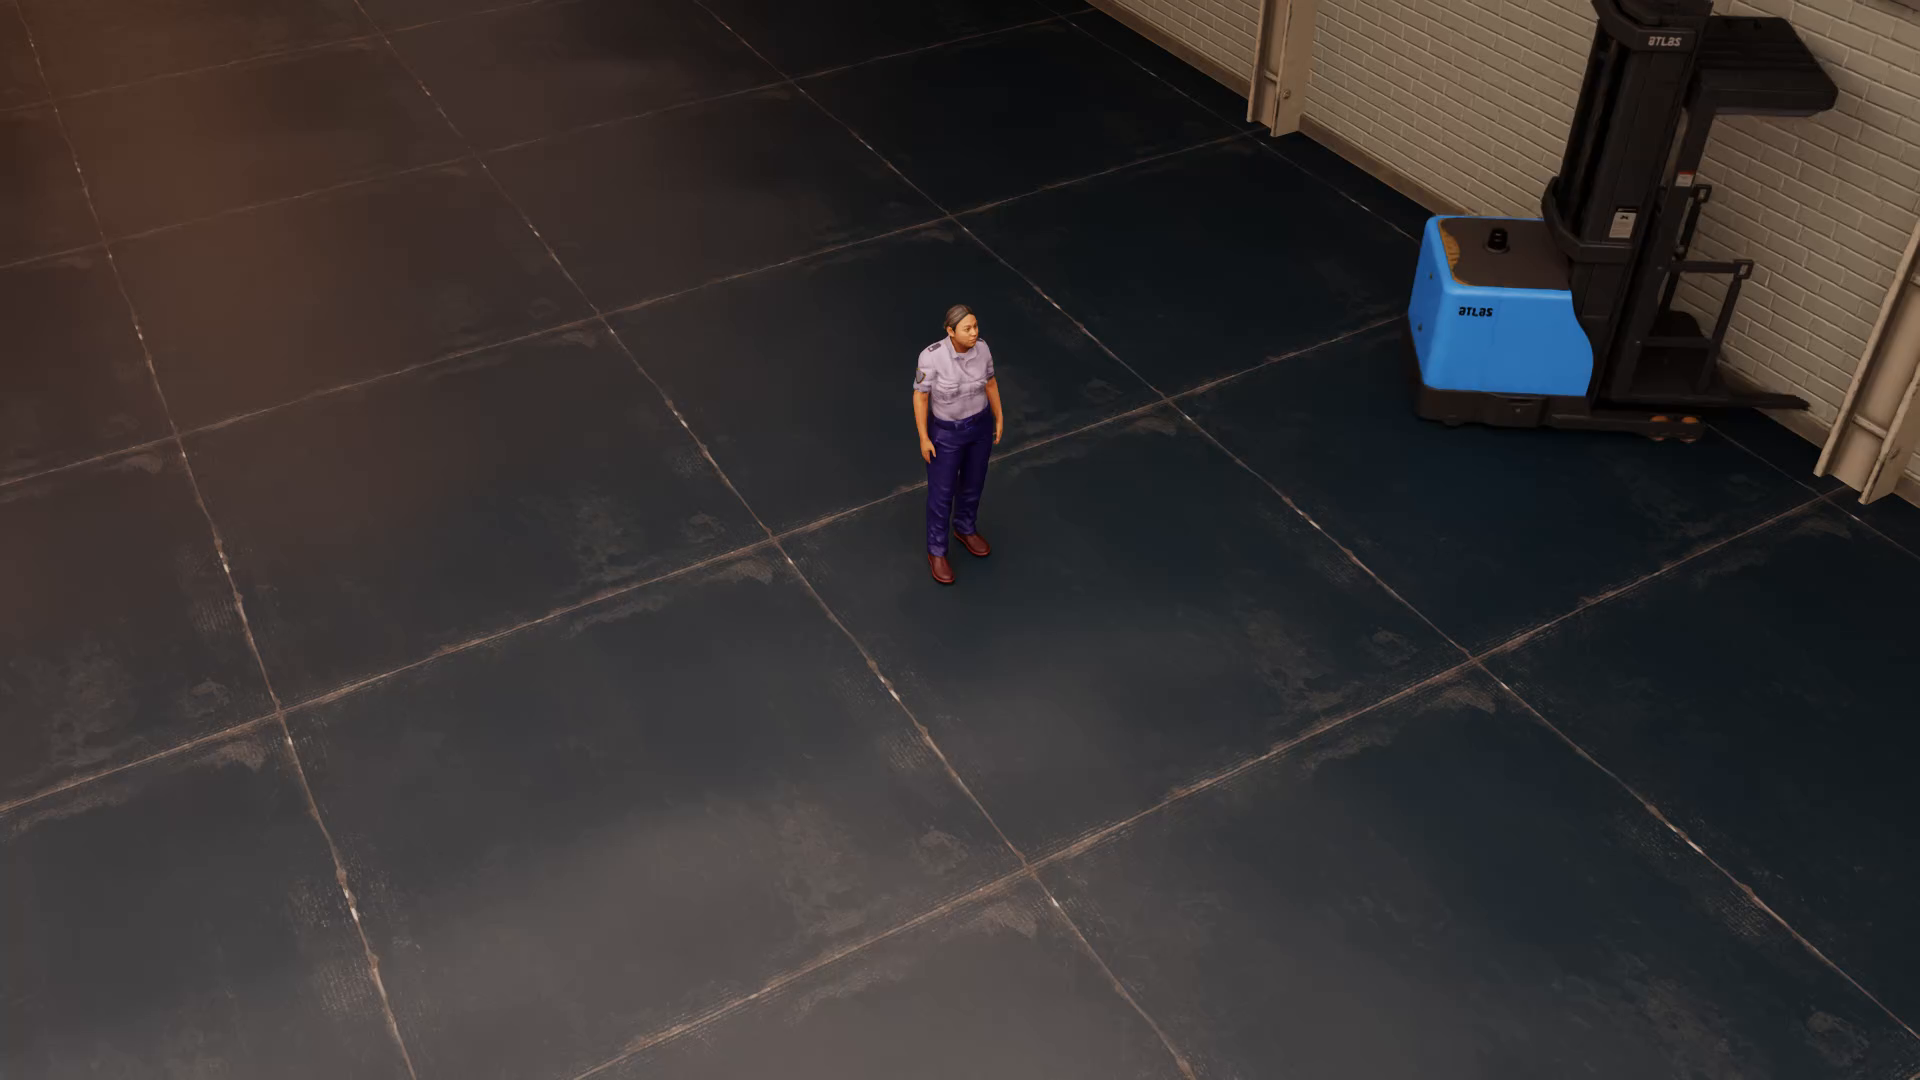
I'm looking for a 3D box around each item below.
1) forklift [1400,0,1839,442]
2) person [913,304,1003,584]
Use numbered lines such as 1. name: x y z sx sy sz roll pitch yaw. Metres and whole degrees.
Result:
1. forklift: 4.629 -2.138 10.614 3.031 2.935 1.130 3 40 4
2. person: 0.025 -0.582 9.733 0.598 1.651 0.502 -20 44 -23
